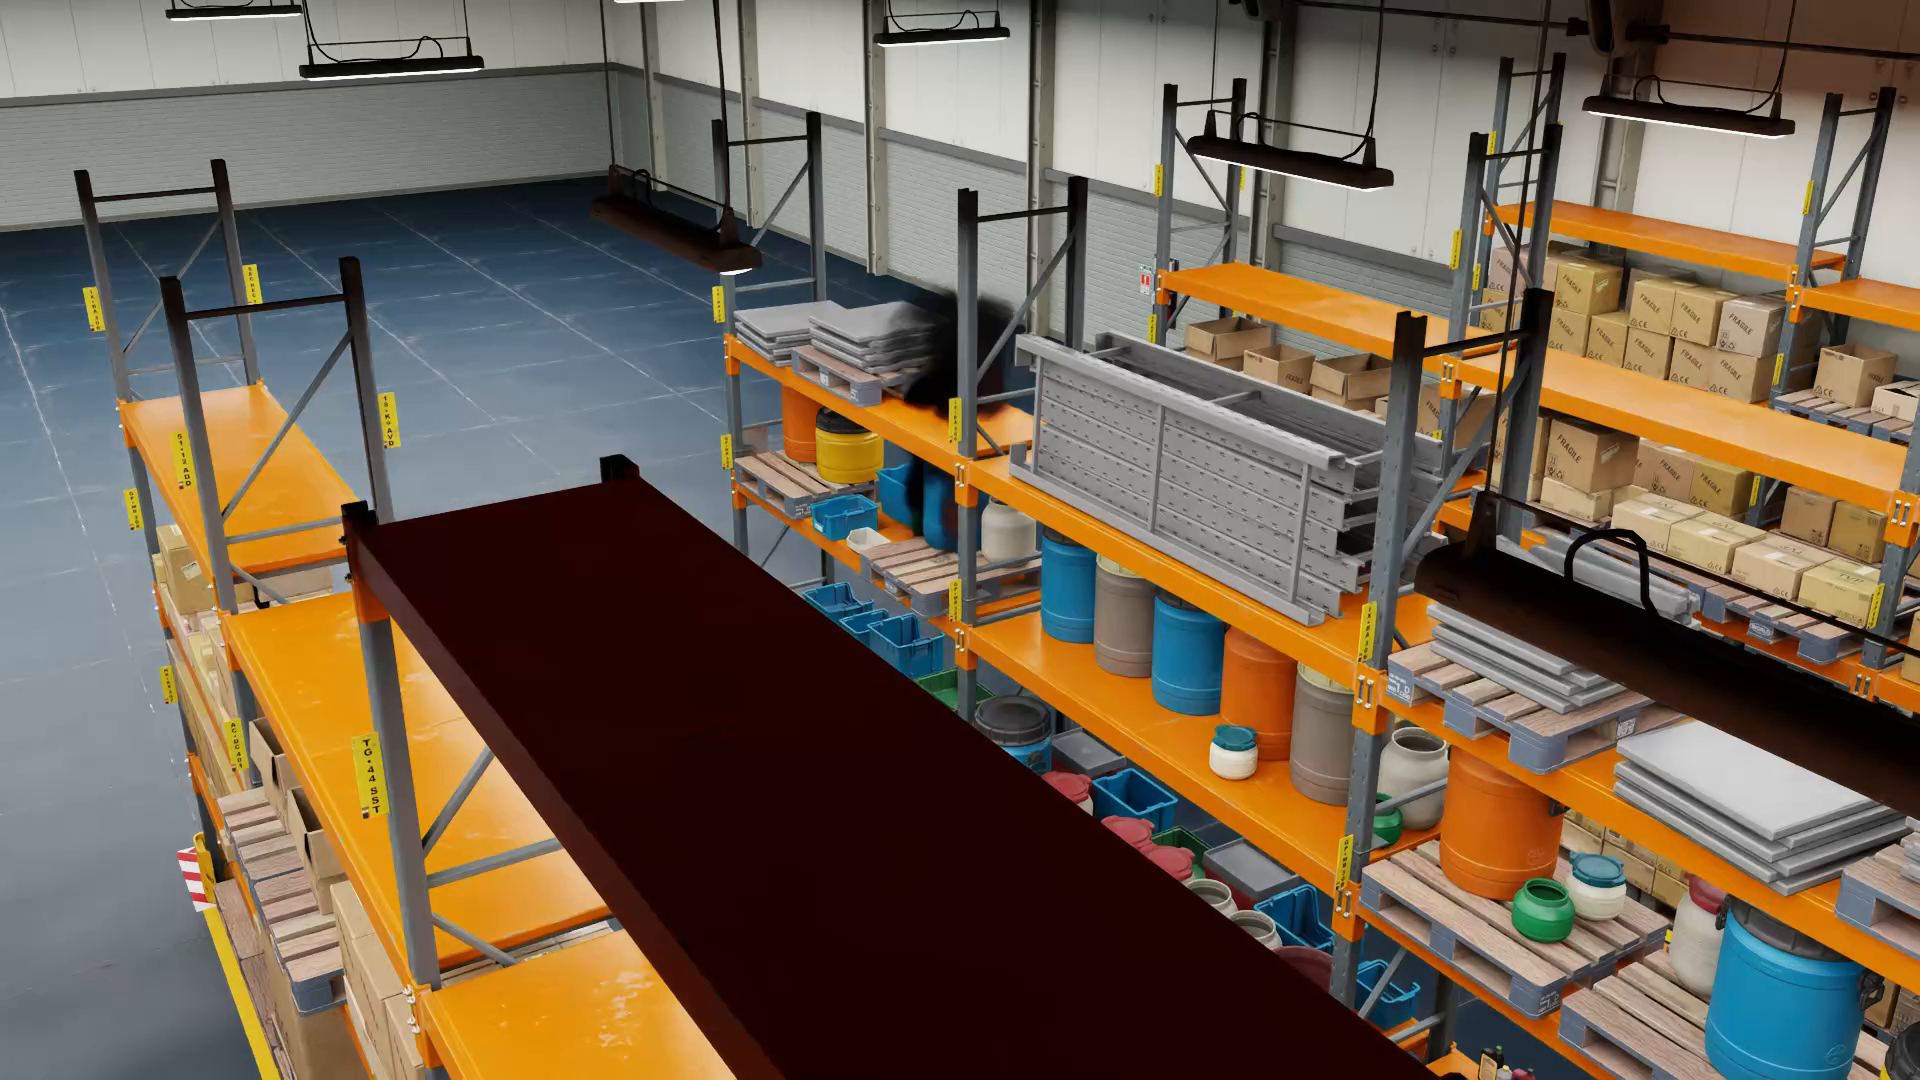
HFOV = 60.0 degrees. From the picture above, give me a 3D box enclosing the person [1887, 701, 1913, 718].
[{"bbox_3d":[8.573,1.639,15.054,0.558,1.738,0.812,-16,27,-34],"label":"person"}]
